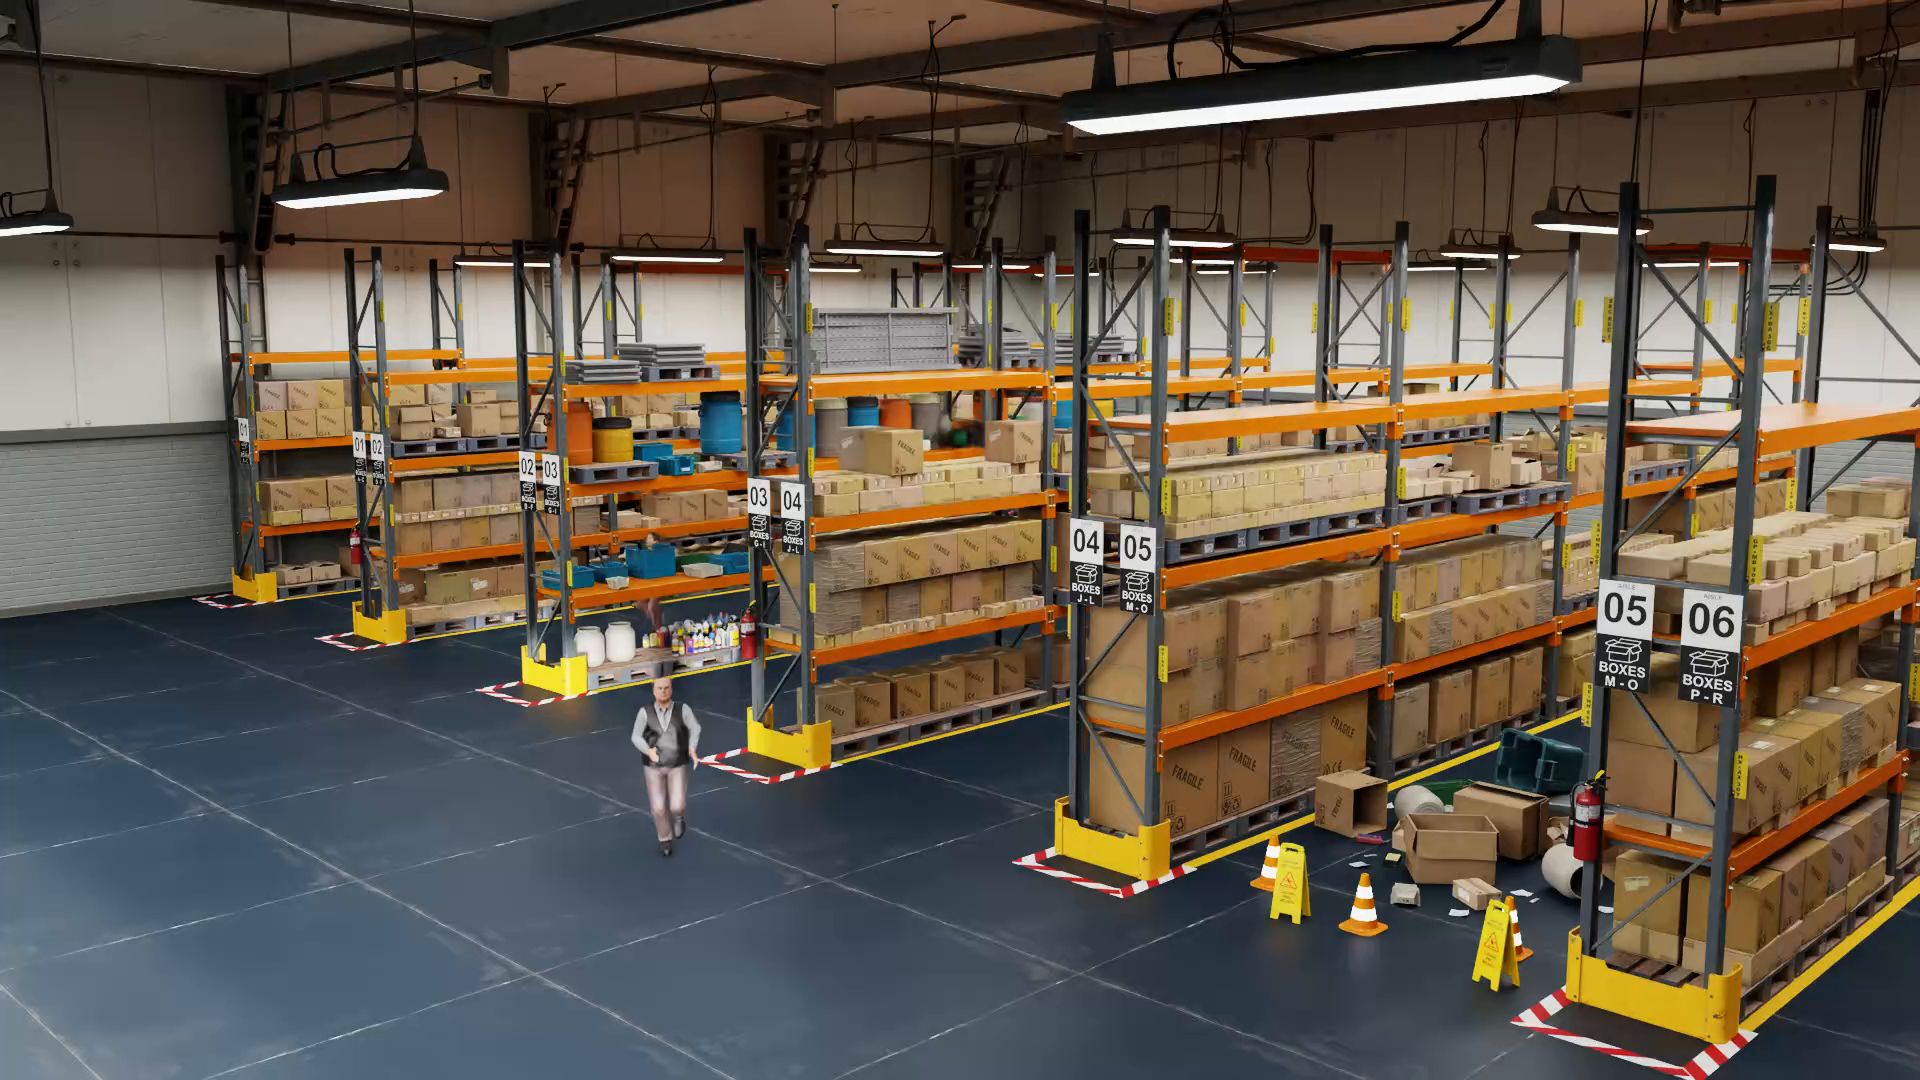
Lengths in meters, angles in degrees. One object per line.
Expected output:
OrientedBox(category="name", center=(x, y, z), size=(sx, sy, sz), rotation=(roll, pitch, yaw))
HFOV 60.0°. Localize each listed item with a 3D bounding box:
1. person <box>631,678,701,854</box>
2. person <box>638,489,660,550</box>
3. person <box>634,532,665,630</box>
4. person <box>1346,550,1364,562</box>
OrientedBox(category="person", center=(-2.760, 2.133, 15.653), size=(0.655, 1.680, 0.571), rotation=(-1, 8, -9))
OrientedBox(category="person", center=(-5.782, -0.188, 31.421), size=(0.668, 1.765, 0.998), rotation=(8, 11, 44))
OrientedBox(category="person", center=(-4.795, 0.685, 25.950), size=(0.624, 1.638, 0.514), rotation=(7, 11, 41))
OrientedBox(category="person", center=(5.821, 0.880, 24.569), size=(0.595, 1.673, 0.571), rotation=(-7, 10, -39))
